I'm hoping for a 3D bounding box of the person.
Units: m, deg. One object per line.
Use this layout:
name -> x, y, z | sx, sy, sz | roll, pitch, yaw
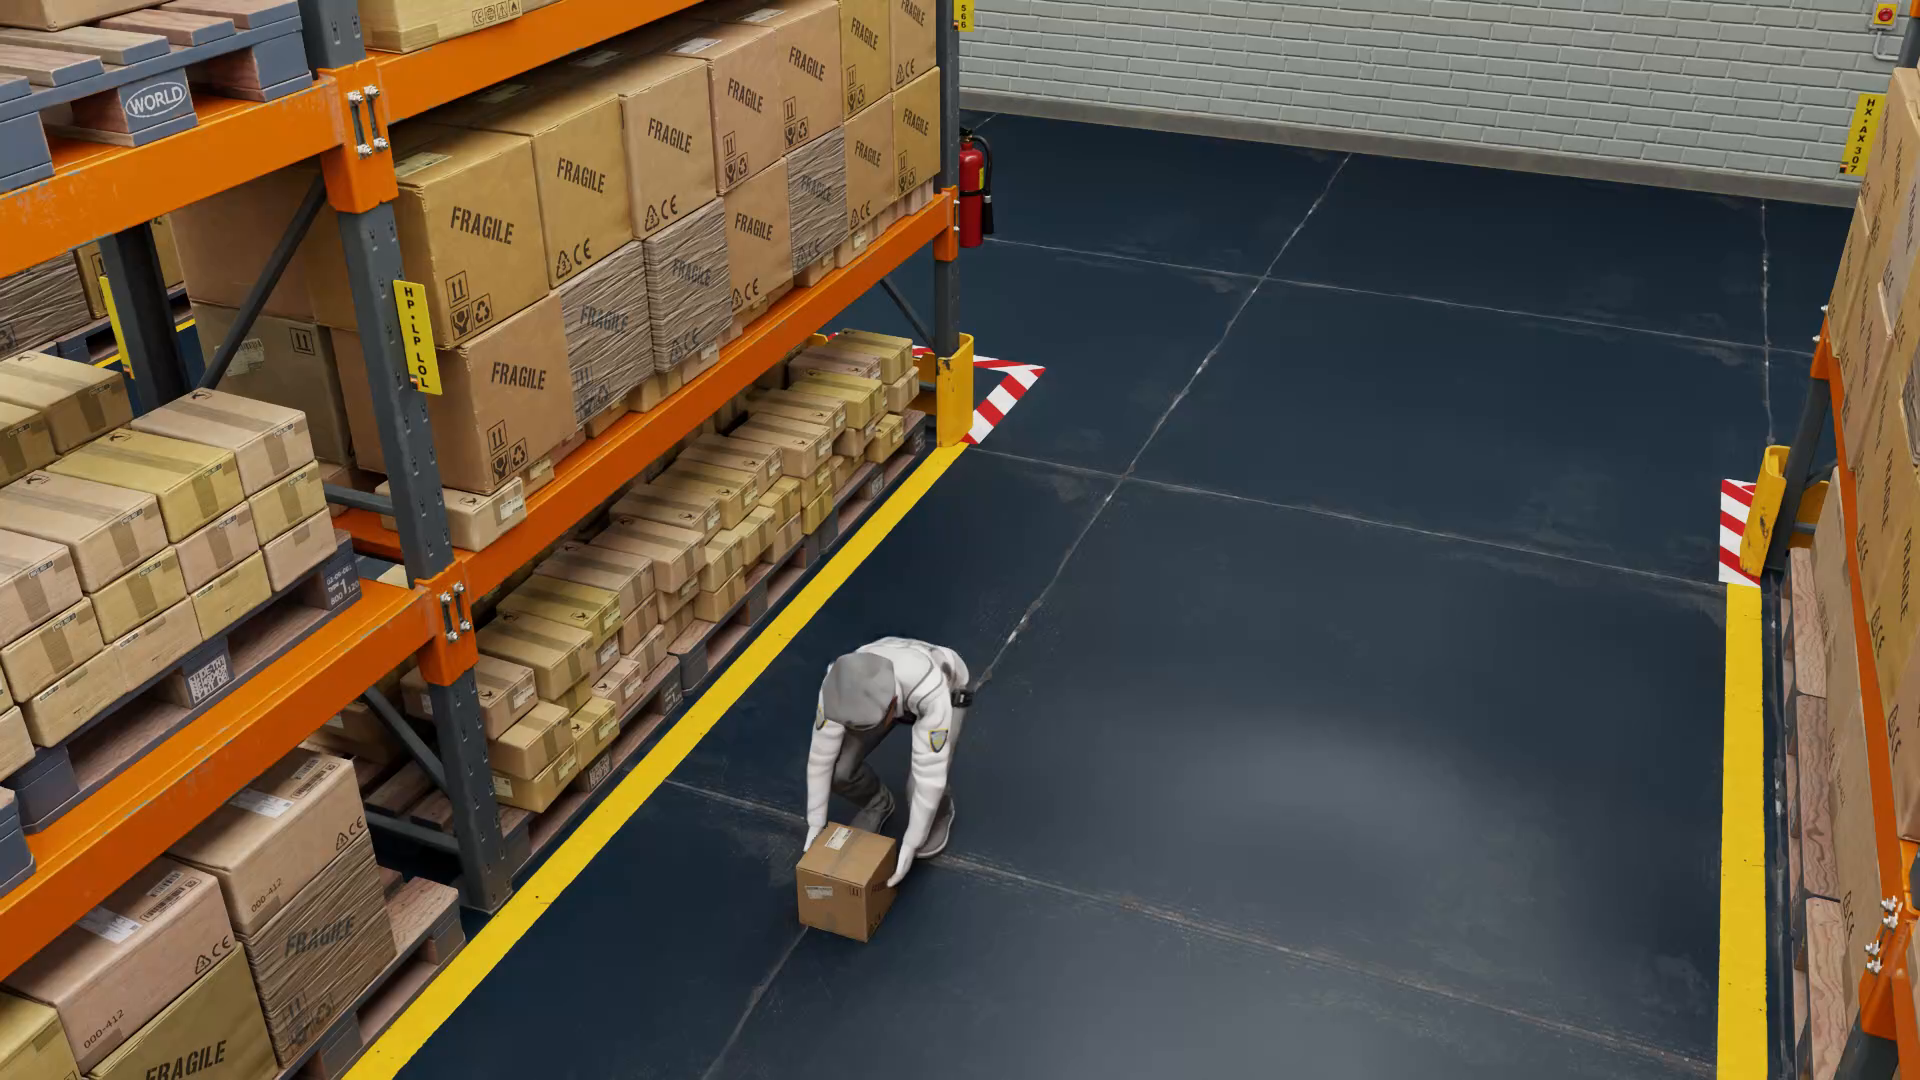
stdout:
person -> -0.219, 0.674, 5.641 | 0.489, 0.984, 0.845 | 11, 32, 19
